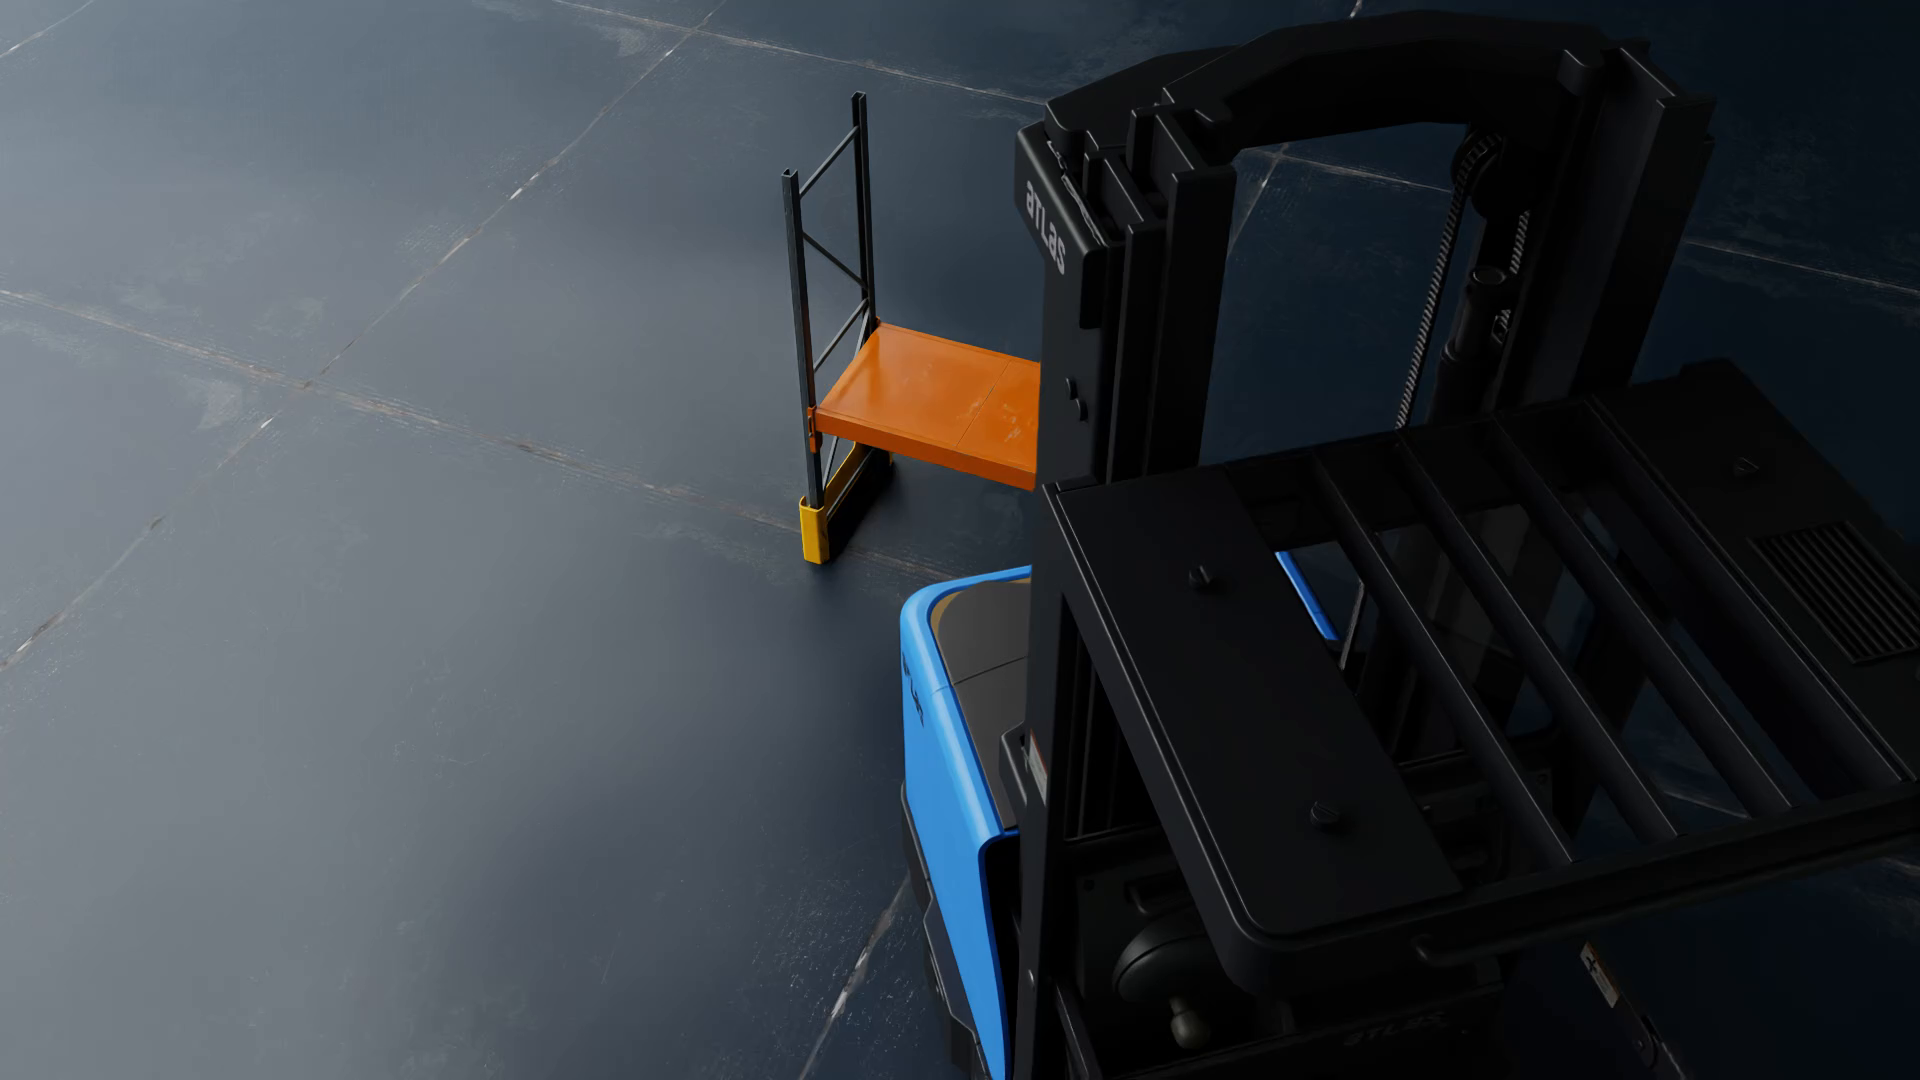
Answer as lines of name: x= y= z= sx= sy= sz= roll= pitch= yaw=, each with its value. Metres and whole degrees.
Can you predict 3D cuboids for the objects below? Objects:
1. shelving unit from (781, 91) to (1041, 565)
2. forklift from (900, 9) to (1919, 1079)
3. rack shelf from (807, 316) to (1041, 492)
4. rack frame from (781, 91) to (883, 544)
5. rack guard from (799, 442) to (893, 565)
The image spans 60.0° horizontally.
shelving unit: x=0.070 y=-0.511 z=5.200 sx=1.083 sy=1.500 sz=0.587 roll=16 pitch=47 yaw=16
forklift: x=0.715 y=0.759 z=2.909 sx=1.130 sy=2.935 sz=3.031 roll=-11 pitch=46 yaw=-11
rack shelf: x=0.079 y=-0.381 z=5.325 sx=1.000 sy=0.185 sz=0.538 roll=16 pitch=47 yaw=16
rack frame: x=-0.390 y=-0.647 z=5.336 sx=0.032 sy=1.500 sz=0.500 roll=16 pitch=47 yaw=16
rack guard: x=-0.389 y=-0.203 z=5.777 sx=0.087 sy=0.250 sz=0.587 roll=16 pitch=47 yaw=16
